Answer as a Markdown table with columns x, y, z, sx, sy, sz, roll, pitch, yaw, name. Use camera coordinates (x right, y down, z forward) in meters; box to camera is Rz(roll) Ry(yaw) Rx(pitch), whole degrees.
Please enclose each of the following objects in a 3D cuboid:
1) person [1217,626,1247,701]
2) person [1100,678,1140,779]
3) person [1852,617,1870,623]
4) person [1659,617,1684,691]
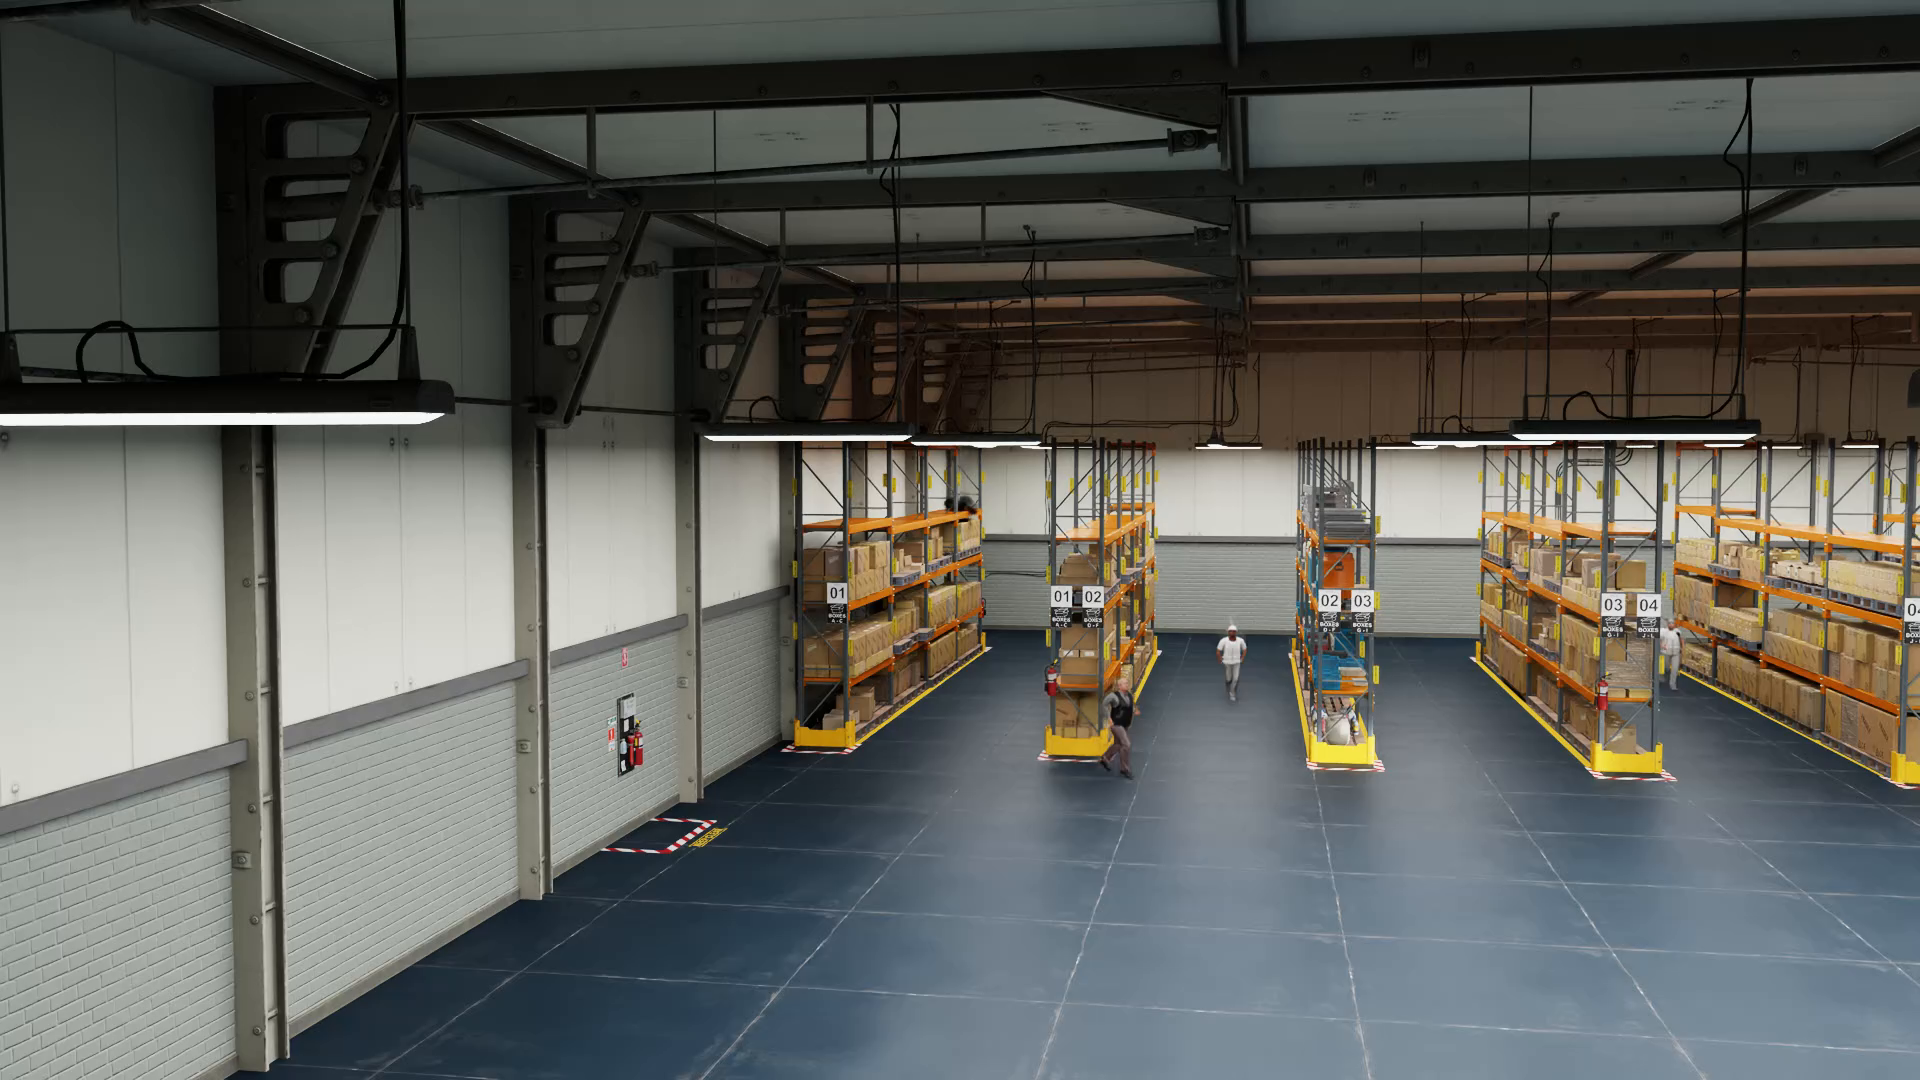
| x | y | z | sx | sy | sz | roll | pitch | yaw | name |
| --- | --- | --- | --- | --- | --- | --- | --- | --- | --- |
| 6.297 | 2.833 | 38.445 | 0.706 | 1.725 | 0.654 | 0 | 3 | 4 | person |
| 2.808 | 3.309 | 29.408 | 0.839 | 1.765 | 0.633 | 3 | 4 | 43 | person |
| 24.430 | 2.504 | 45.140 | 0.595 | 1.686 | 0.587 | 2 | 3 | 30 | person |
| 17.183 | 2.728 | 40.177 | 0.678 | 1.748 | 0.917 | 1 | 3 | 10 | person |
